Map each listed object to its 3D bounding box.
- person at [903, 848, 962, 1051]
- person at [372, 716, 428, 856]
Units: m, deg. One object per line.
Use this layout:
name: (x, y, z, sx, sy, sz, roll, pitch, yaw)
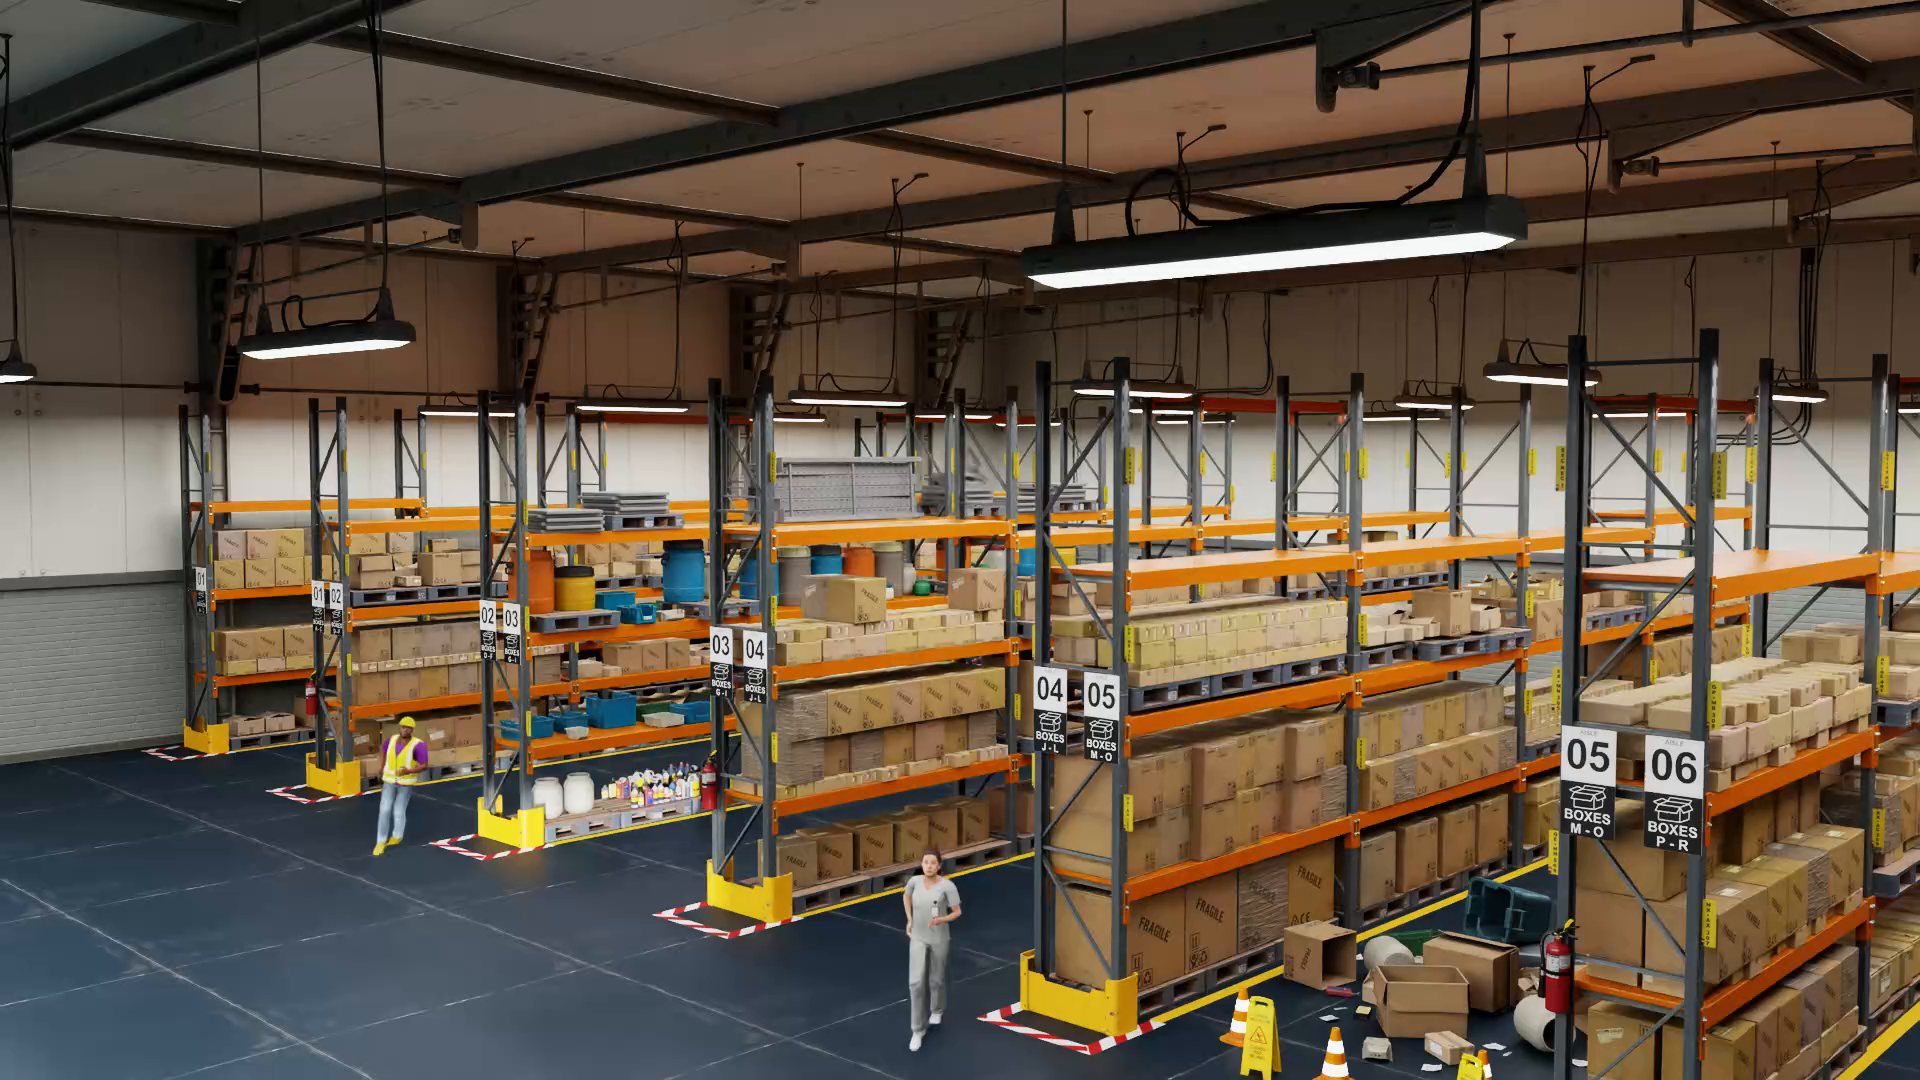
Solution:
person: (-0.250, 3.557, 14.684, 0.557, 1.706, 0.769, 0, 3, 9)
person: (-7.225, 3.171, 21.538, 0.695, 1.795, 0.698, 0, 3, -6)
